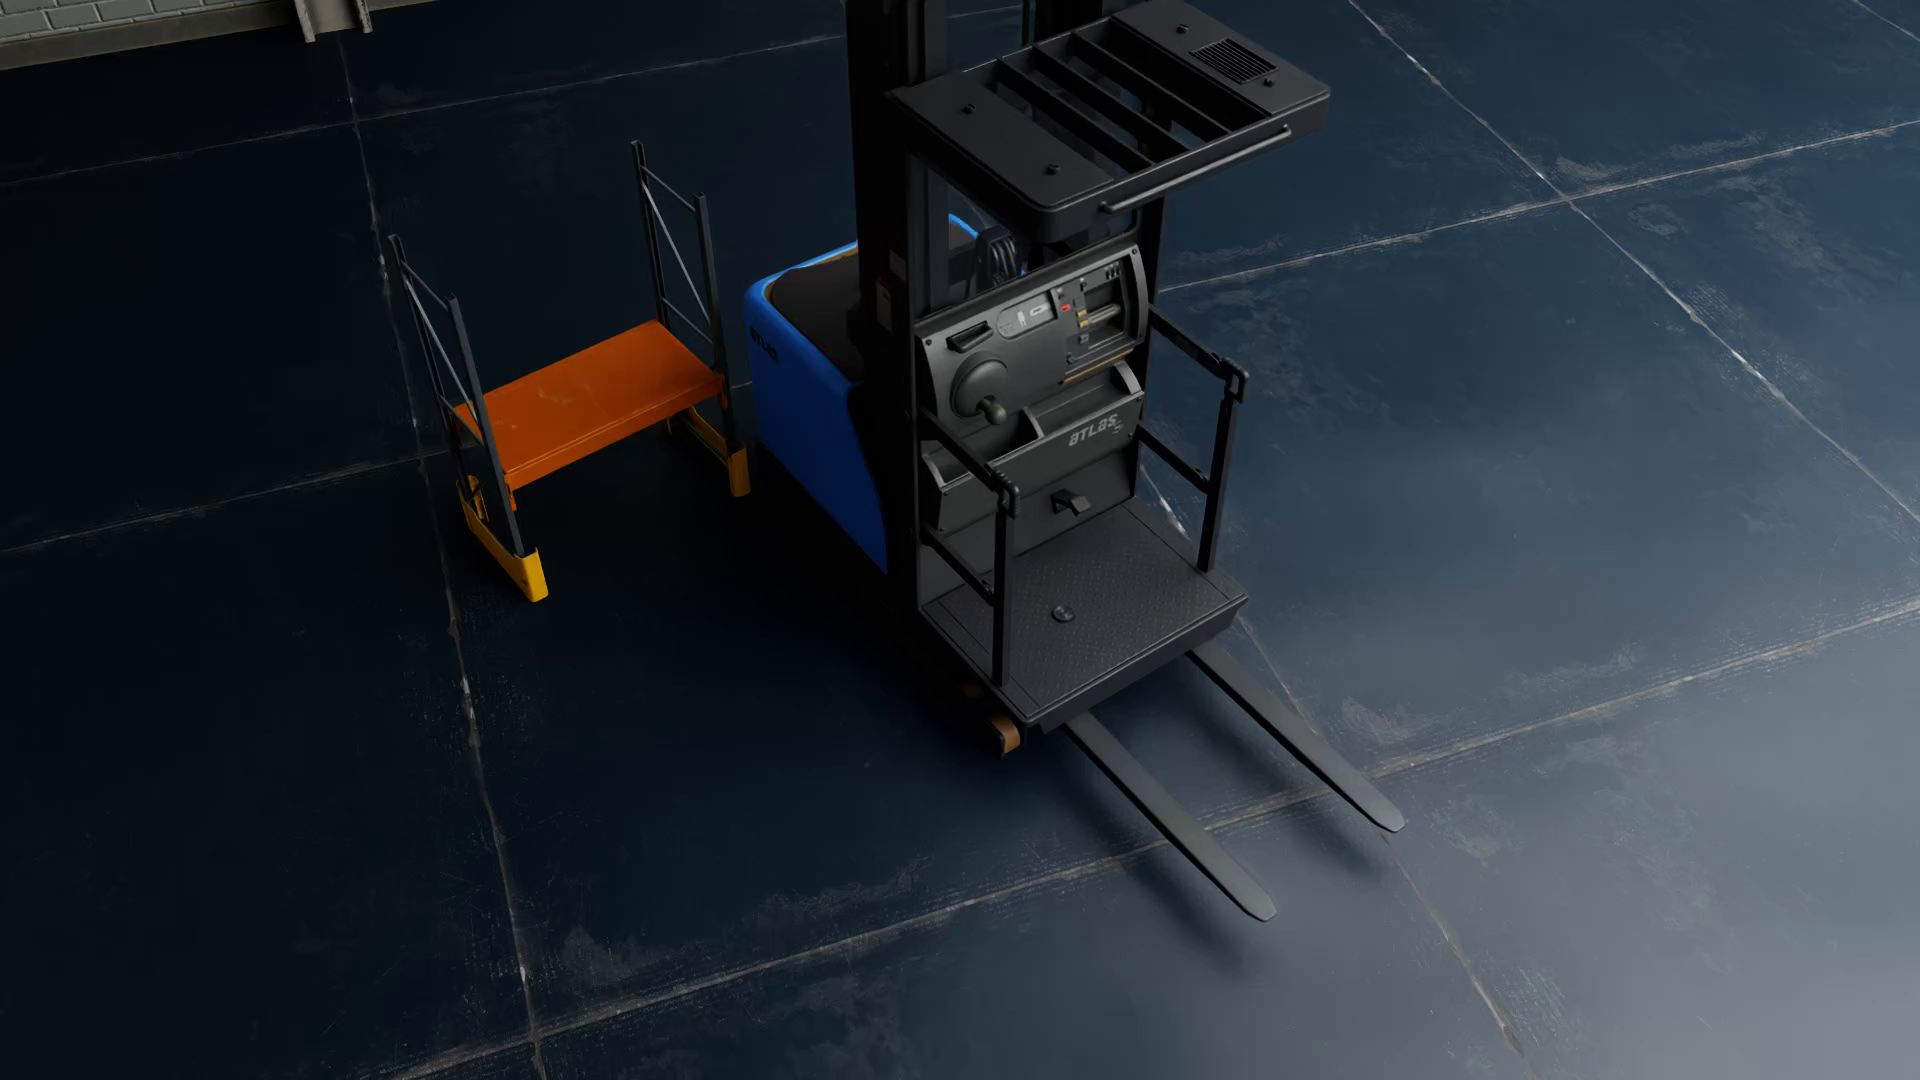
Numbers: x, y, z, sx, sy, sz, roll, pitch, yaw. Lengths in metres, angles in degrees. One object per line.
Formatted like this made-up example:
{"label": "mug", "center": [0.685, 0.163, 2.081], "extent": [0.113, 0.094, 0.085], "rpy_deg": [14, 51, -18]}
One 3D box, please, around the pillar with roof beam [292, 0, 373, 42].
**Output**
{"label": "pillar with roof beam", "center": [-2.364, -3.467, 4.162], "extent": [0.400, 9.000, 9.100], "rpy_deg": [-14, 47, -14]}

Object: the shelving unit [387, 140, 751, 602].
{"label": "shelving unit", "center": [-1.510, -0.670, 6.668], "extent": [1.083, 1.500, 0.587], "rpy_deg": [-29, 52, -26]}

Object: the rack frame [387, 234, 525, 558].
{"label": "rack frame", "center": [-1.914, -0.442, 6.440], "extent": [0.032, 1.500, 0.500], "rpy_deg": [-29, 52, -26]}

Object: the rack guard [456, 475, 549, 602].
{"label": "rack guard", "center": [-1.899, -0.009, 6.892], "extent": [0.087, 0.250, 0.587], "rpy_deg": [-29, 52, -26]}

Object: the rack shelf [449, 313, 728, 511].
{"label": "rack shelf", "center": [-1.517, -0.539, 6.792], "extent": [1.000, 0.185, 0.538], "rpy_deg": [-29, 52, -26]}

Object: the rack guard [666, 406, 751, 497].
{"label": "rack guard", "center": [-1.120, -0.449, 7.330], "extent": [0.087, 0.250, 0.587], "rpy_deg": [-29, 52, -26]}

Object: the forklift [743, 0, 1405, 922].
{"label": "forklift", "center": [0.395, -0.625, 5.613], "extent": [1.130, 2.935, 3.031], "rpy_deg": [-27, 51, -24]}

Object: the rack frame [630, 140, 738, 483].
{"label": "rack frame", "center": [-1.119, -0.890, 6.888], "extent": [0.032, 1.500, 0.500], "rpy_deg": [-29, 52, -26]}
